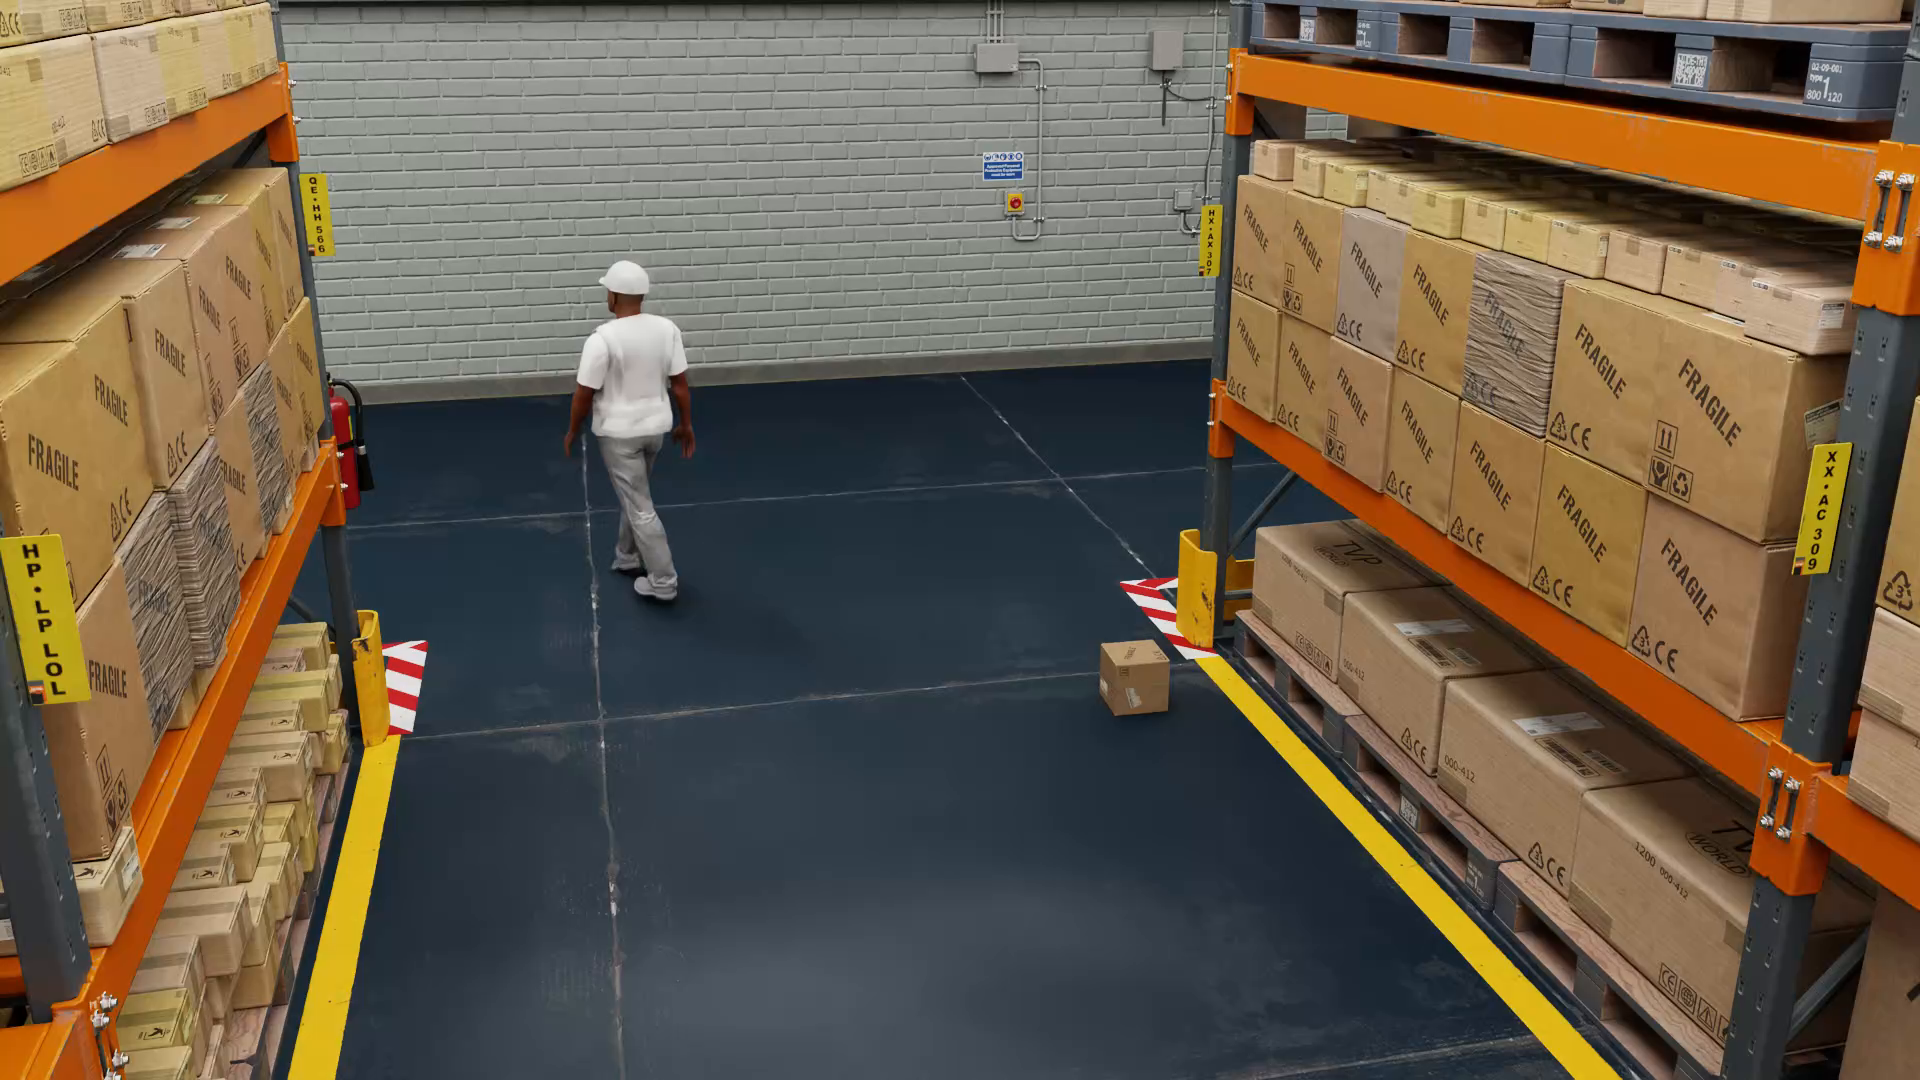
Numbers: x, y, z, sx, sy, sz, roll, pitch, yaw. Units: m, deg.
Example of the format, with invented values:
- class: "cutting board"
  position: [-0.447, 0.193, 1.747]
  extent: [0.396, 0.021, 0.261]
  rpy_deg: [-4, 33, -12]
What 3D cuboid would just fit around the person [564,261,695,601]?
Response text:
- class: "person"
  position: [-1.751, -0.565, 8.643]
  extent: [0.794, 1.790, 0.614]
  rpy_deg: [17, 26, 40]
